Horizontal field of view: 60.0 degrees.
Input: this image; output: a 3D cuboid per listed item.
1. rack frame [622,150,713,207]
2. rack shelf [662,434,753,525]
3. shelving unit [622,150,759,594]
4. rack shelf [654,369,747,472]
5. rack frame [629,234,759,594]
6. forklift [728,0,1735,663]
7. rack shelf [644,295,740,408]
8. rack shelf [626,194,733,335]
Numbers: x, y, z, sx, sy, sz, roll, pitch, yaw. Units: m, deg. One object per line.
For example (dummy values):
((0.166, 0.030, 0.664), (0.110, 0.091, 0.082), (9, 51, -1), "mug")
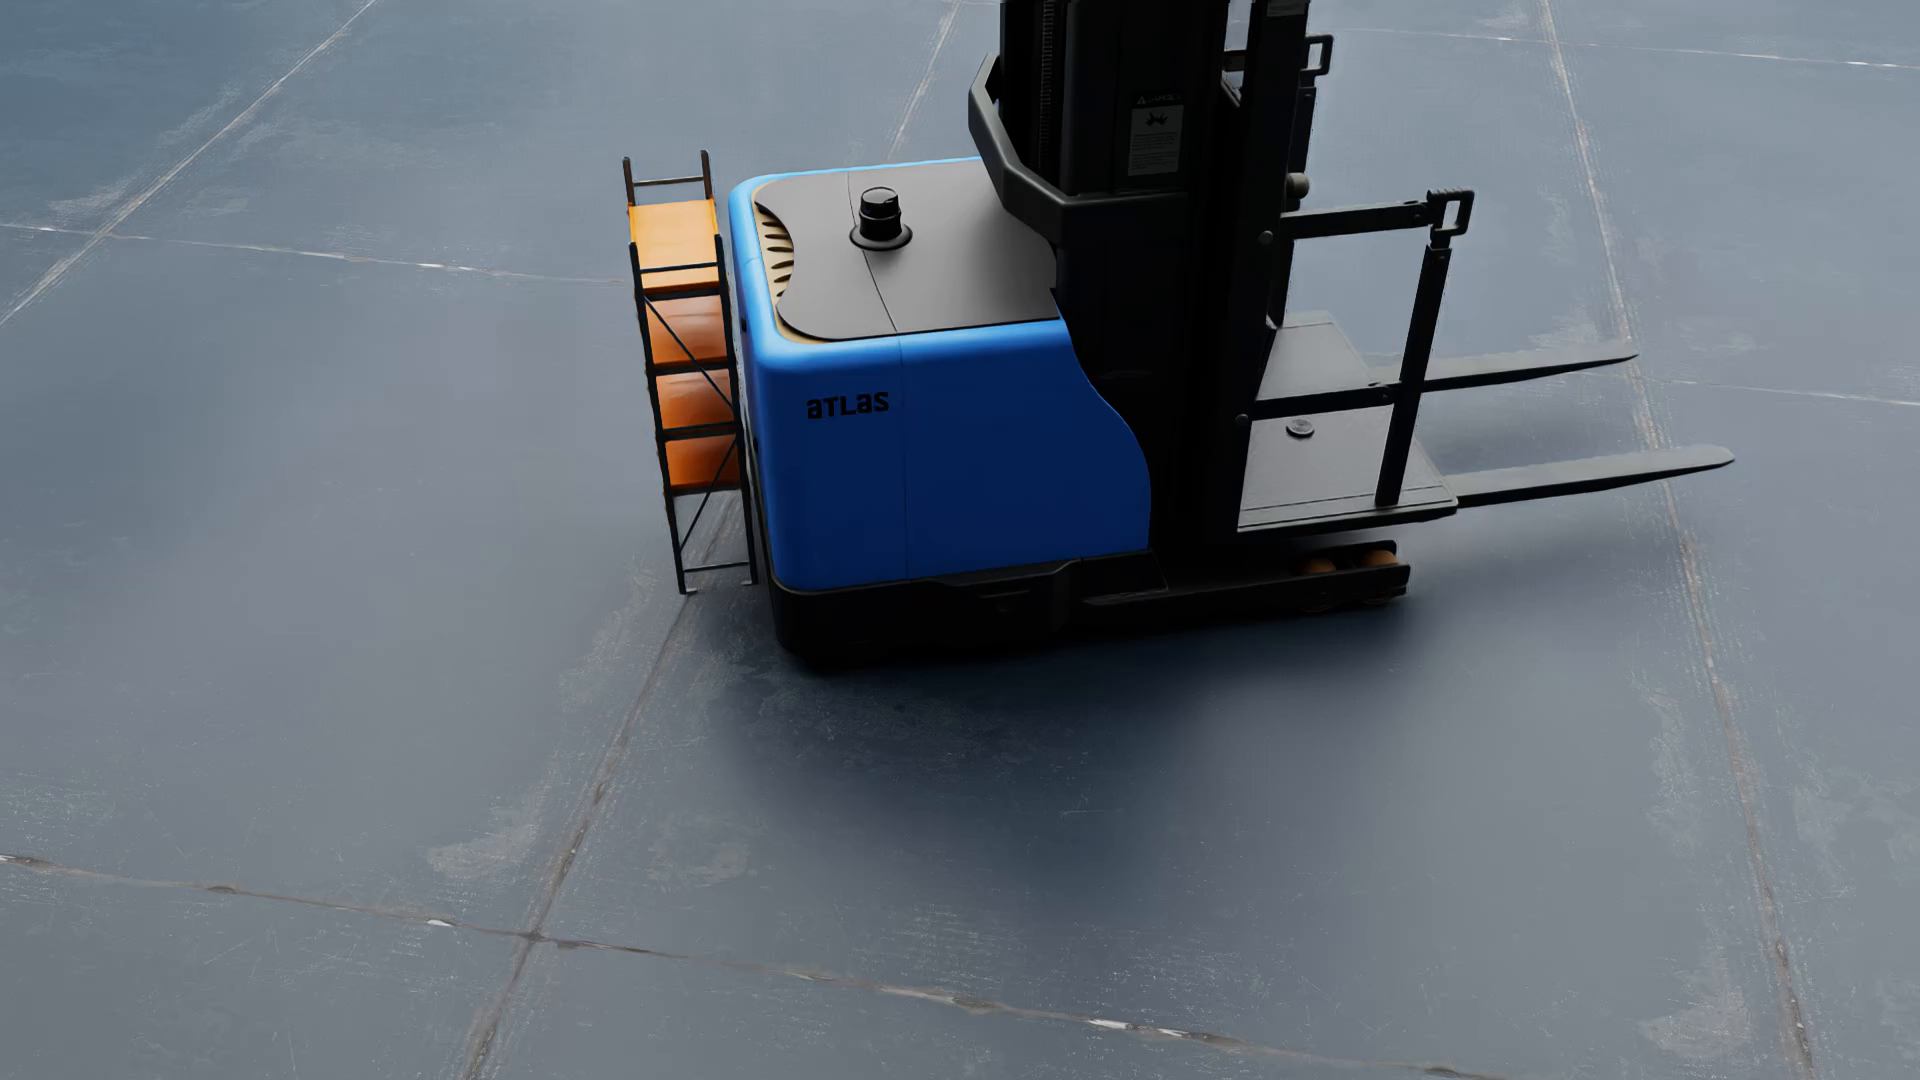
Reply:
((-0.828, -0.622, 5.060), (0.240, 1.200, 0.015), (-7, 40, -8), "rack frame")
((-0.782, -0.264, 5.045), (0.258, 0.148, 0.480), (-7, 40, -8), "rack shelf")
((-0.782, -0.469, 4.875), (0.258, 1.200, 0.503), (-7, 40, -8), "shelving unit")
((-0.782, -0.417, 4.918), (0.258, 0.148, 0.480), (-7, 40, -8), "rack shelf")
((-0.736, -0.317, 4.691), (0.240, 1.200, 0.015), (-7, 40, -8), "rack frame")
((0.881, -1.238, 4.447), (3.031, 2.935, 1.130), (-7, 40, -8), "forklift")
((-0.783, -0.590, 4.776), (0.258, 0.148, 0.480), (-7, 40, -8), "rack shelf")
((-0.783, -0.772, 4.625), (0.258, 0.148, 0.480), (-7, 40, -8), "rack shelf")
